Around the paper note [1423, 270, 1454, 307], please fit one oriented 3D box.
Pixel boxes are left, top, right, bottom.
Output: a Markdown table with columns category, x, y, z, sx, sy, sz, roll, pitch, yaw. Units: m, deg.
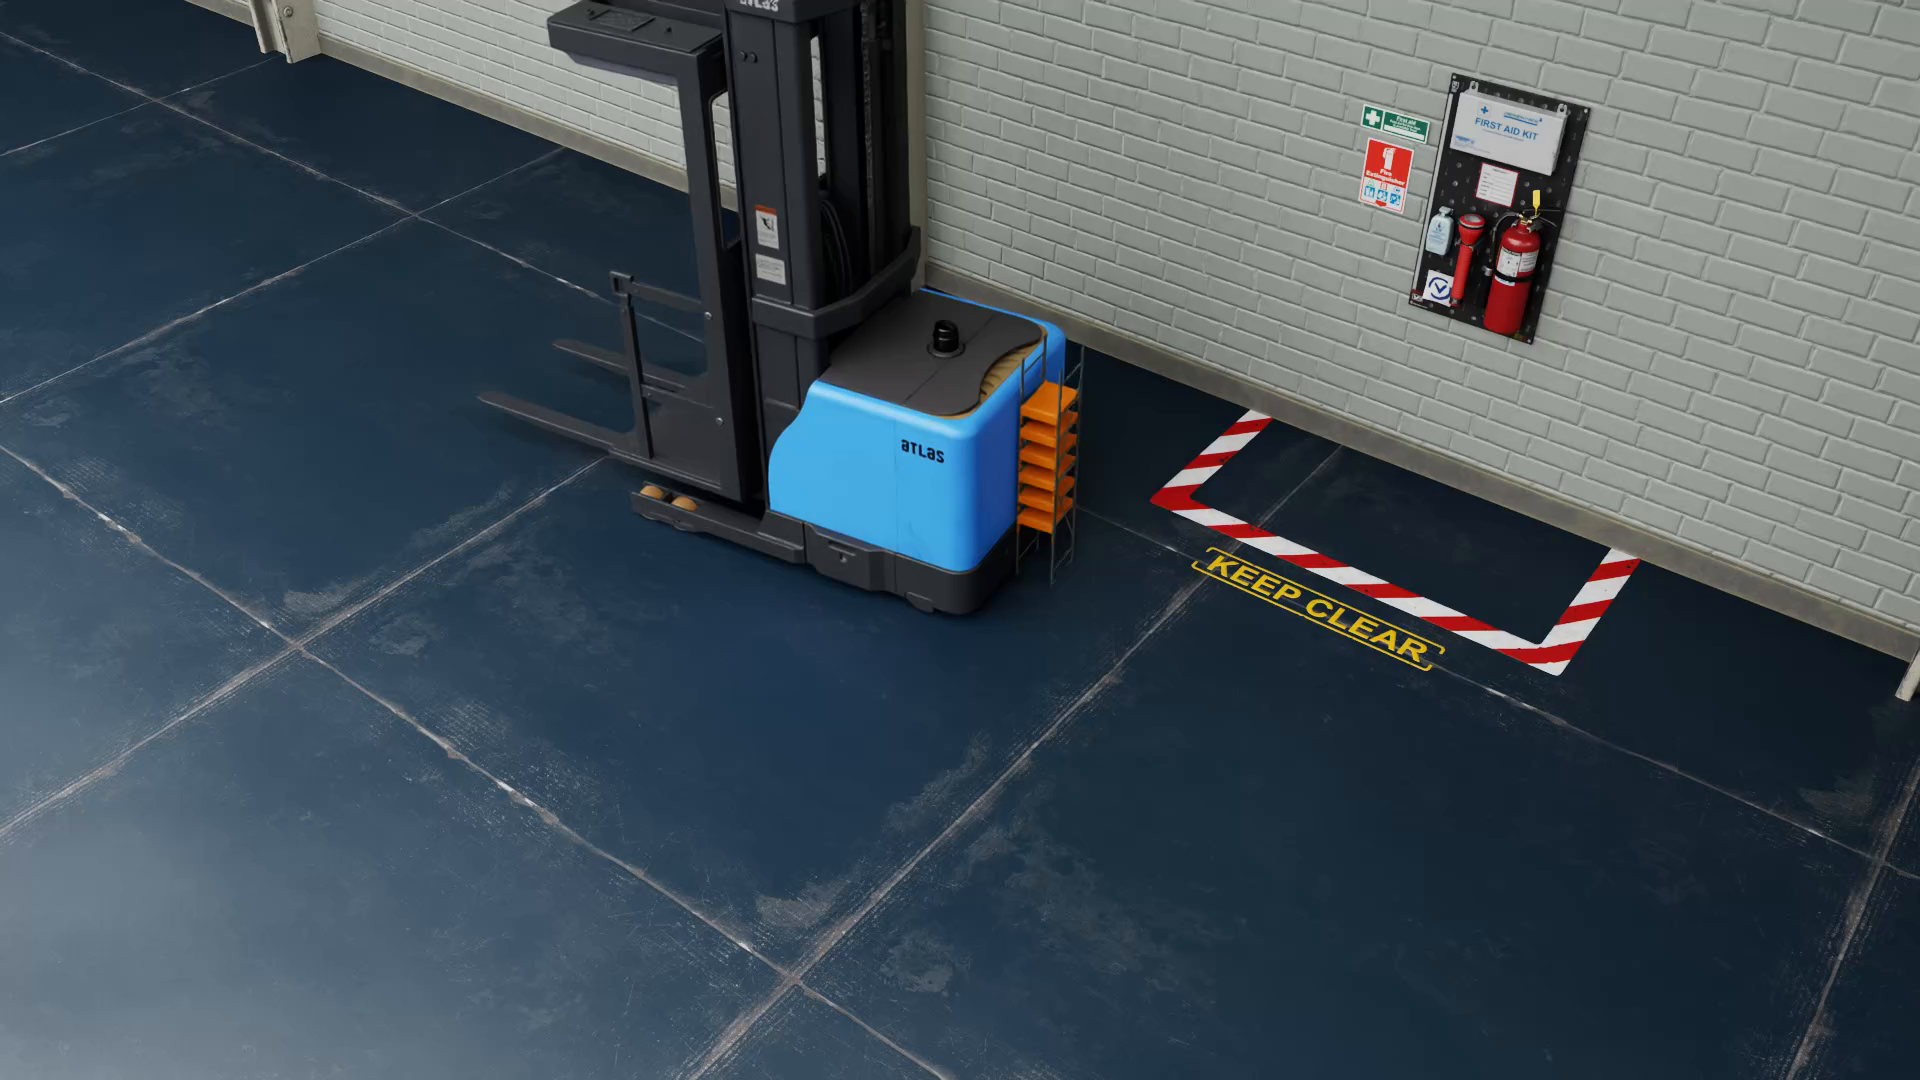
| category | x | y | z | sx | sy | sz | roll | pitch | yaw |
| --- | --- | --- | --- | --- | --- | --- | --- | --- | --- |
| paper note | 2.285 | -1.199 | 7.924 | 0.142 | 0.148 | 0.016 | 25 | 45 | 29 |

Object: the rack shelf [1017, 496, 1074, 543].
| category | x | y | z | sx | sy | sz | roll | pitch | yaw |
| --- | --- | --- | --- | --- | --- | --- | --- | --- | --- |
| rack shelf | 0.403 | -0.118 | 7.749 | 0.180 | 0.103 | 0.258 | 19 | 42 | 22 |

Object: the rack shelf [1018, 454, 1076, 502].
| category | x | y | z | sx | sy | sz | roll | pitch | yaw |
| --- | --- | --- | --- | --- | --- | --- | --- | --- | --- |
| rack shelf | 0.403 | -0.307 | 7.601 | 0.180 | 0.103 | 0.258 | 19 | 42 | 22 |

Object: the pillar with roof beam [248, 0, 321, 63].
| category | x | y | z | sx | sy | sz | roll | pitch | yaw |
| --- | --- | --- | --- | --- | --- | --- | --- | --- | --- |
| pillar with roof beam | -7.823 | -5.250 | 7.517 | 0.400 | 9.000 | 9.100 | 25 | 45 | 29 |

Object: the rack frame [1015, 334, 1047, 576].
| category | x | y | z | sx | sy | sz | roll | pitch | yaw |
| --- | --- | --- | --- | --- | --- | --- | --- | --- | --- |
| rack frame | 0.323 | -0.369 | 7.608 | 0.006 | 1.200 | 0.240 | 19 | 42 | 22 |

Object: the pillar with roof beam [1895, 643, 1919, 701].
| category | x | y | z | sx | sy | sz | roll | pitch | yaw |
| --- | --- | --- | --- | --- | --- | --- | --- | --- | --- |
| pillar with roof beam | 1.708 | -0.756 | 1.777 | 0.400 | 9.000 | 9.100 | 25 | 45 | 29 |

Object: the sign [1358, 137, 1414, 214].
| category | x | y | z | sx | sy | sz | roll | pitch | yaw |
| --- | --- | --- | --- | --- | --- | --- | --- | --- | --- |
| sign | 2.007 | -1.718 | 7.842 | 0.234 | 0.329 | 0.001 | 25 | 45 | 29 |

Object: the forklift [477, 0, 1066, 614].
| category | x | y | z | sx | sy | sz | roll | pitch | yaw |
| --- | --- | --- | --- | --- | --- | --- | --- | --- | --- |
| forklift | -1.043 | -1.465 | 7.604 | 3.031 | 2.935 | 1.130 | 19 | 42 | 22 |

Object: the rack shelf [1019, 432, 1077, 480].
| category | x | y | z | sx | sy | sz | roll | pitch | yaw |
| --- | --- | --- | --- | --- | --- | --- | --- | --- | --- |
| rack shelf | 0.403 | -0.401 | 7.527 | 0.180 | 0.103 | 0.258 | 19 | 42 | 22 |

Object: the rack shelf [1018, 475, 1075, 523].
| category | x | y | z | sx | sy | sz | roll | pitch | yaw |
| --- | --- | --- | --- | --- | --- | --- | --- | --- | --- |
| rack shelf | 0.403 | -0.212 | 7.675 | 0.180 | 0.103 | 0.258 | 19 | 42 | 22 |

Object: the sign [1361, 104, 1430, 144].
| category | x | y | z | sx | sy | sz | roll | pitch | yaw |
| --- | --- | --- | --- | --- | --- | --- | --- | --- | --- |
| sign | 2.006 | -1.920 | 7.671 | 0.331 | 0.109 | 0.001 | 25 | 45 | 29 |

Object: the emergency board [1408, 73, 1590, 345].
| category | x | y | z | sx | sy | sz | roll | pitch | yaw |
| --- | --- | --- | --- | --- | --- | --- | --- | --- | --- |
| emergency board | 2.384 | -1.446 | 7.524 | 0.643 | 1.169 | 0.194 | 25 | 45 | 29 |

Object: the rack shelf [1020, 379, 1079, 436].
| category | x | y | z | sx | sy | sz | roll | pitch | yaw |
| --- | --- | --- | --- | --- | --- | --- | --- | --- | --- |
| rack shelf | 0.403 | -0.590 | 7.379 | 0.180 | 0.103 | 0.258 | 19 | 42 | 22 |

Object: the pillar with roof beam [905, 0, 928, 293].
| category | x | y | z | sx | sy | sz | roll | pitch | yaw |
| --- | --- | --- | --- | --- | --- | --- | --- | --- | --- |
| pillar with roof beam | -3.058 | -3.003 | 4.647 | 0.400 | 9.000 | 9.100 | 25 | 45 | 29 |

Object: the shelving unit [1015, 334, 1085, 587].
| category | x | y | z | sx | sy | sz | roll | pitch | yaw |
| --- | --- | --- | --- | --- | --- | --- | --- | --- | --- |
| shelving unit | 0.403 | -0.342 | 7.574 | 0.189 | 1.200 | 0.258 | 19 | 42 | 22 |

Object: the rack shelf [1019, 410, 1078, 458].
| category | x | y | z | sx | sy | sz | roll | pitch | yaw |
| --- | --- | --- | --- | --- | --- | --- | --- | --- | --- |
| rack shelf | 0.403 | -0.496 | 7.453 | 0.180 | 0.103 | 0.258 | 19 | 42 | 22 |

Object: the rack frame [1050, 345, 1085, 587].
| category | x | y | z | sx | sy | sz | roll | pitch | yaw |
| --- | --- | --- | --- | --- | --- | --- | --- | --- | --- |
| rack frame | 0.484 | -0.315 | 7.539 | 0.006 | 1.200 | 0.240 | 19 | 42 | 22 |
